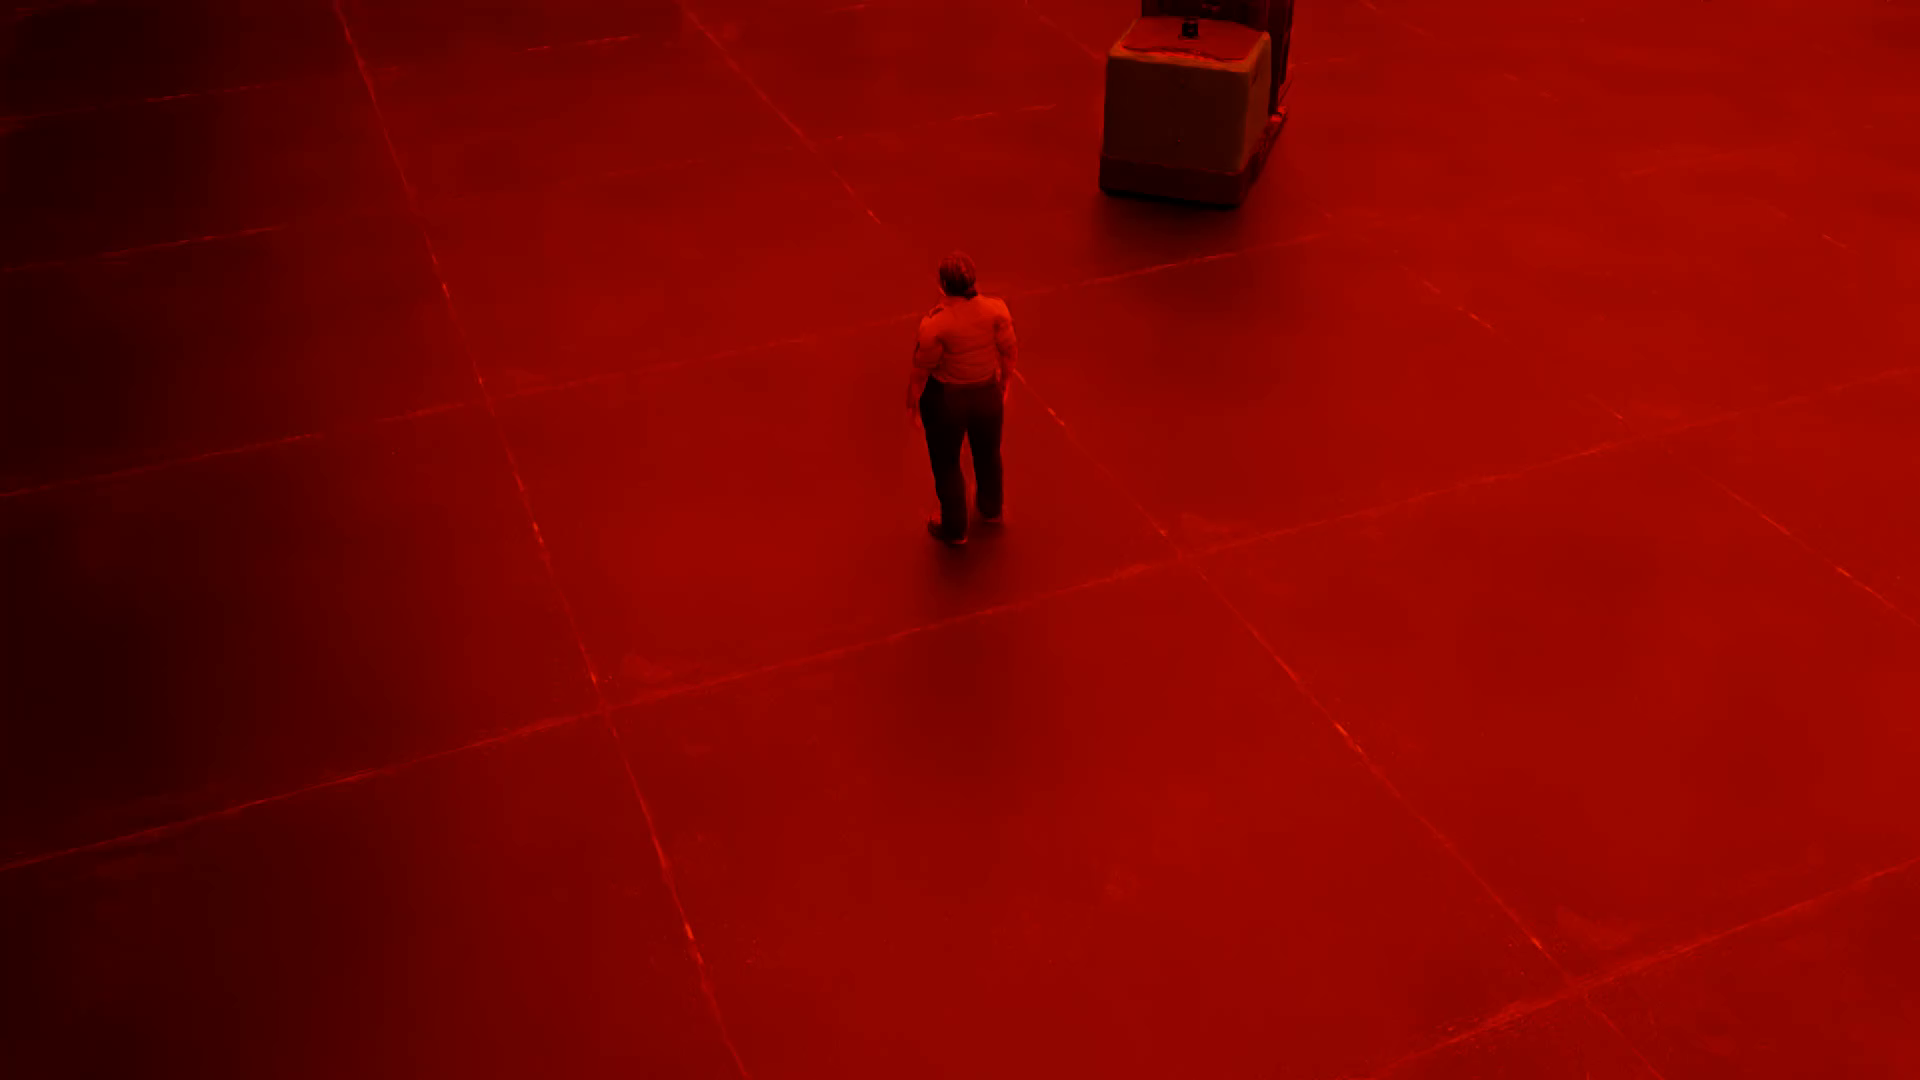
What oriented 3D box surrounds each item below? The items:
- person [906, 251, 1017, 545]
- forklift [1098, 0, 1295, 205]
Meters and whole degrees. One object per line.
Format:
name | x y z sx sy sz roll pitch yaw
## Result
person | -0.014 -0.726 8.224 0.599 1.640 0.501 -14 38 -19
forklift | 1.979 -4.441 12.343 1.130 2.935 3.031 11 37 16
